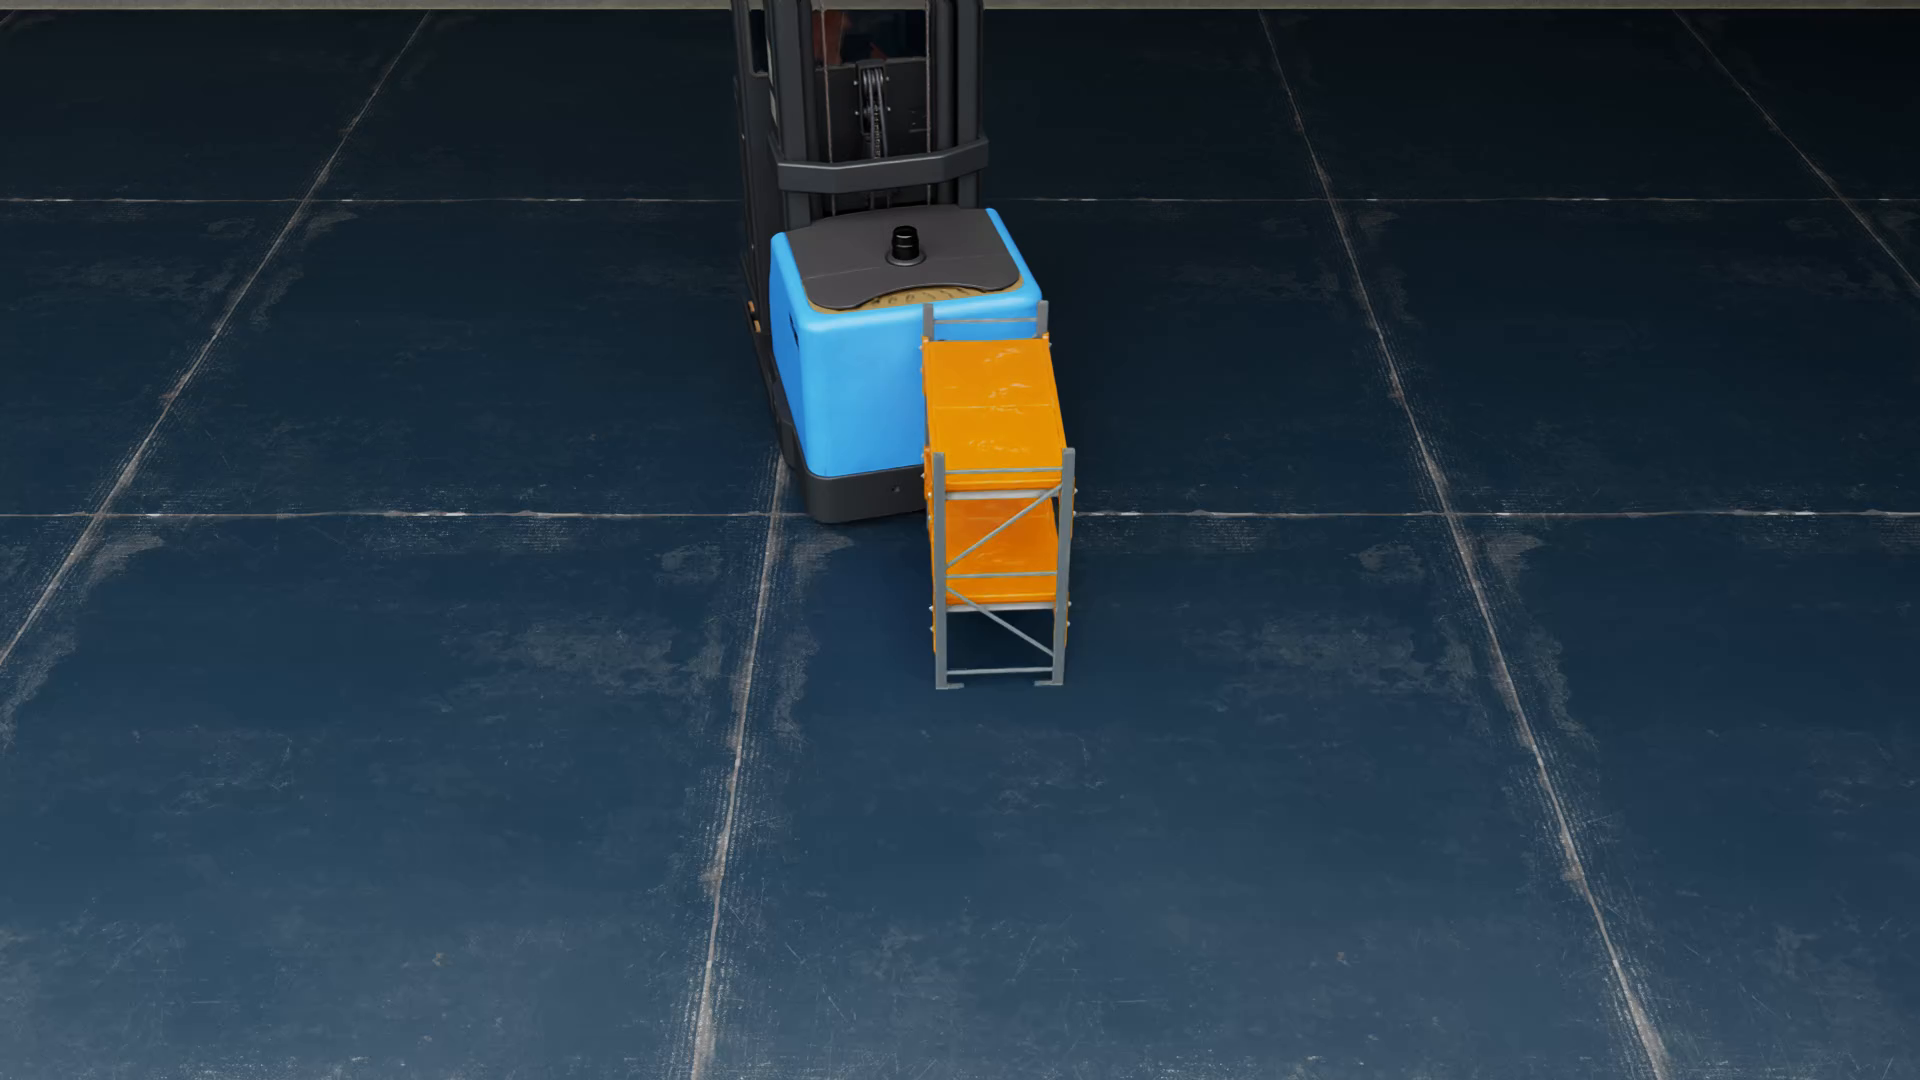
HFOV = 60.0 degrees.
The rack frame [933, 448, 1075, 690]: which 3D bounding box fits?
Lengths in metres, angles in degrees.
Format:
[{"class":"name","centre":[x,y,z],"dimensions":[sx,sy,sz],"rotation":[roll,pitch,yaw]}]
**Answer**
[{"class":"rack frame","centre":[0.155,0.132,6.185],"dimensions":[0.500,1.125,0.032],"rotation":[-2,39,-2]}]

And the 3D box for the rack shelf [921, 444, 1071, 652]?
[{"class":"rack shelf","centre":[0.128,0.006,6.734],"dimensions":[0.538,0.278,1.000],"rotation":[-2,39,-2]}]

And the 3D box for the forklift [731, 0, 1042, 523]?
[{"class":"forklift","centre":[-0.496,-2.143,7.581],"dimensions":[1.130,2.935,3.031],"rotation":[-9,40,-11]}]

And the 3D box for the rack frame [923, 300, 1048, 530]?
[{"class":"rack frame","centre":[0.102,-0.503,6.978],"dimensions":[0.500,1.125,0.032],"rotation":[-2,39,-2]}]

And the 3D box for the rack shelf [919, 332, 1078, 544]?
[{"class":"rack shelf","centre":[0.128,-0.413,6.398],"dimensions":[0.538,0.278,1.000],"rotation":[-2,39,-2]}]

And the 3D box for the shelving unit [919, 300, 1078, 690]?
[{"class":"shelving unit","centre":[0.128,-0.185,6.581],"dimensions":[0.538,1.125,1.048],"rotation":[-2,39,-2]}]
